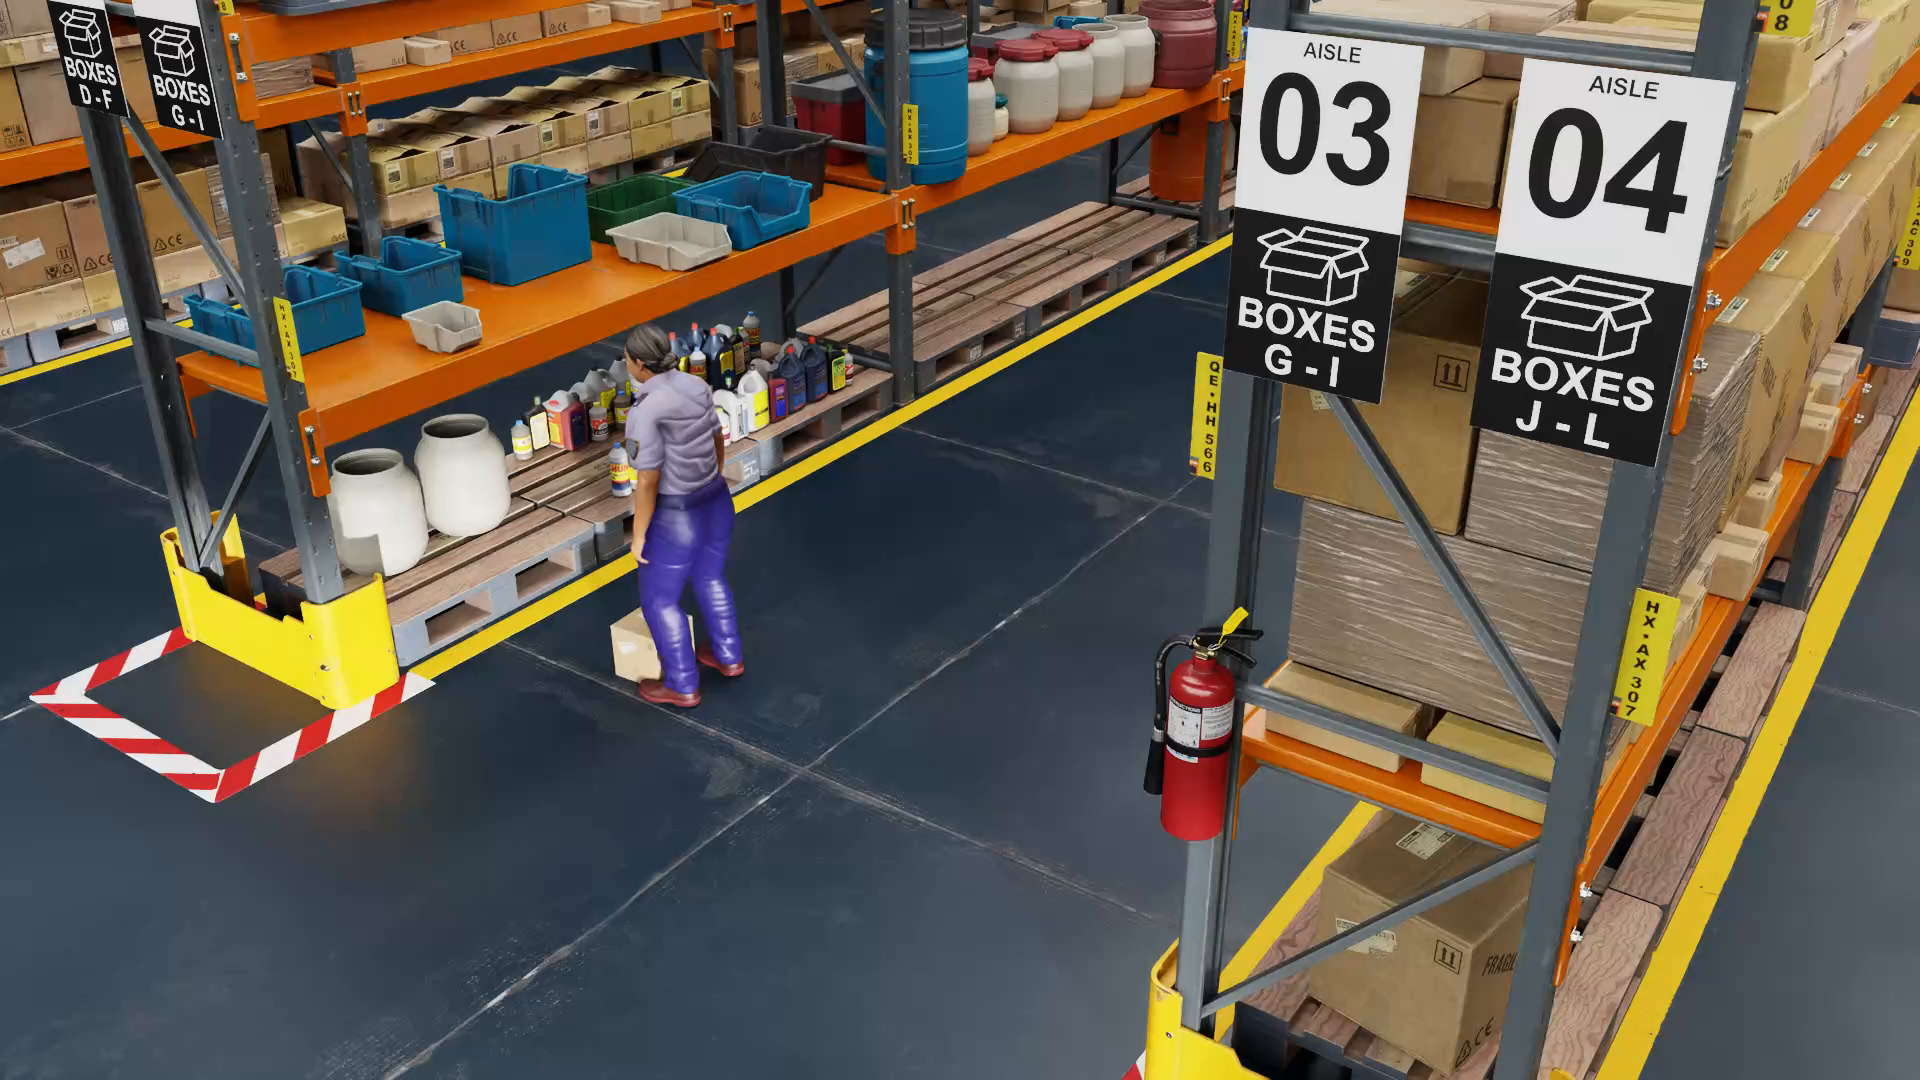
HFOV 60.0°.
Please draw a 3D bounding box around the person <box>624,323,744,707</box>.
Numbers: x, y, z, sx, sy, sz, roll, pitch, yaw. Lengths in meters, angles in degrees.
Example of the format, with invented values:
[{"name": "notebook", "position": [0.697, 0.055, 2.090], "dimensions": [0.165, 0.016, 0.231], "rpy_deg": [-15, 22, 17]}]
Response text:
[{"name": "person", "position": [-1.143, -0.103, 6.827], "dimensions": [0.375, 1.651, 0.563], "rpy_deg": [15, 31, 27]}]
